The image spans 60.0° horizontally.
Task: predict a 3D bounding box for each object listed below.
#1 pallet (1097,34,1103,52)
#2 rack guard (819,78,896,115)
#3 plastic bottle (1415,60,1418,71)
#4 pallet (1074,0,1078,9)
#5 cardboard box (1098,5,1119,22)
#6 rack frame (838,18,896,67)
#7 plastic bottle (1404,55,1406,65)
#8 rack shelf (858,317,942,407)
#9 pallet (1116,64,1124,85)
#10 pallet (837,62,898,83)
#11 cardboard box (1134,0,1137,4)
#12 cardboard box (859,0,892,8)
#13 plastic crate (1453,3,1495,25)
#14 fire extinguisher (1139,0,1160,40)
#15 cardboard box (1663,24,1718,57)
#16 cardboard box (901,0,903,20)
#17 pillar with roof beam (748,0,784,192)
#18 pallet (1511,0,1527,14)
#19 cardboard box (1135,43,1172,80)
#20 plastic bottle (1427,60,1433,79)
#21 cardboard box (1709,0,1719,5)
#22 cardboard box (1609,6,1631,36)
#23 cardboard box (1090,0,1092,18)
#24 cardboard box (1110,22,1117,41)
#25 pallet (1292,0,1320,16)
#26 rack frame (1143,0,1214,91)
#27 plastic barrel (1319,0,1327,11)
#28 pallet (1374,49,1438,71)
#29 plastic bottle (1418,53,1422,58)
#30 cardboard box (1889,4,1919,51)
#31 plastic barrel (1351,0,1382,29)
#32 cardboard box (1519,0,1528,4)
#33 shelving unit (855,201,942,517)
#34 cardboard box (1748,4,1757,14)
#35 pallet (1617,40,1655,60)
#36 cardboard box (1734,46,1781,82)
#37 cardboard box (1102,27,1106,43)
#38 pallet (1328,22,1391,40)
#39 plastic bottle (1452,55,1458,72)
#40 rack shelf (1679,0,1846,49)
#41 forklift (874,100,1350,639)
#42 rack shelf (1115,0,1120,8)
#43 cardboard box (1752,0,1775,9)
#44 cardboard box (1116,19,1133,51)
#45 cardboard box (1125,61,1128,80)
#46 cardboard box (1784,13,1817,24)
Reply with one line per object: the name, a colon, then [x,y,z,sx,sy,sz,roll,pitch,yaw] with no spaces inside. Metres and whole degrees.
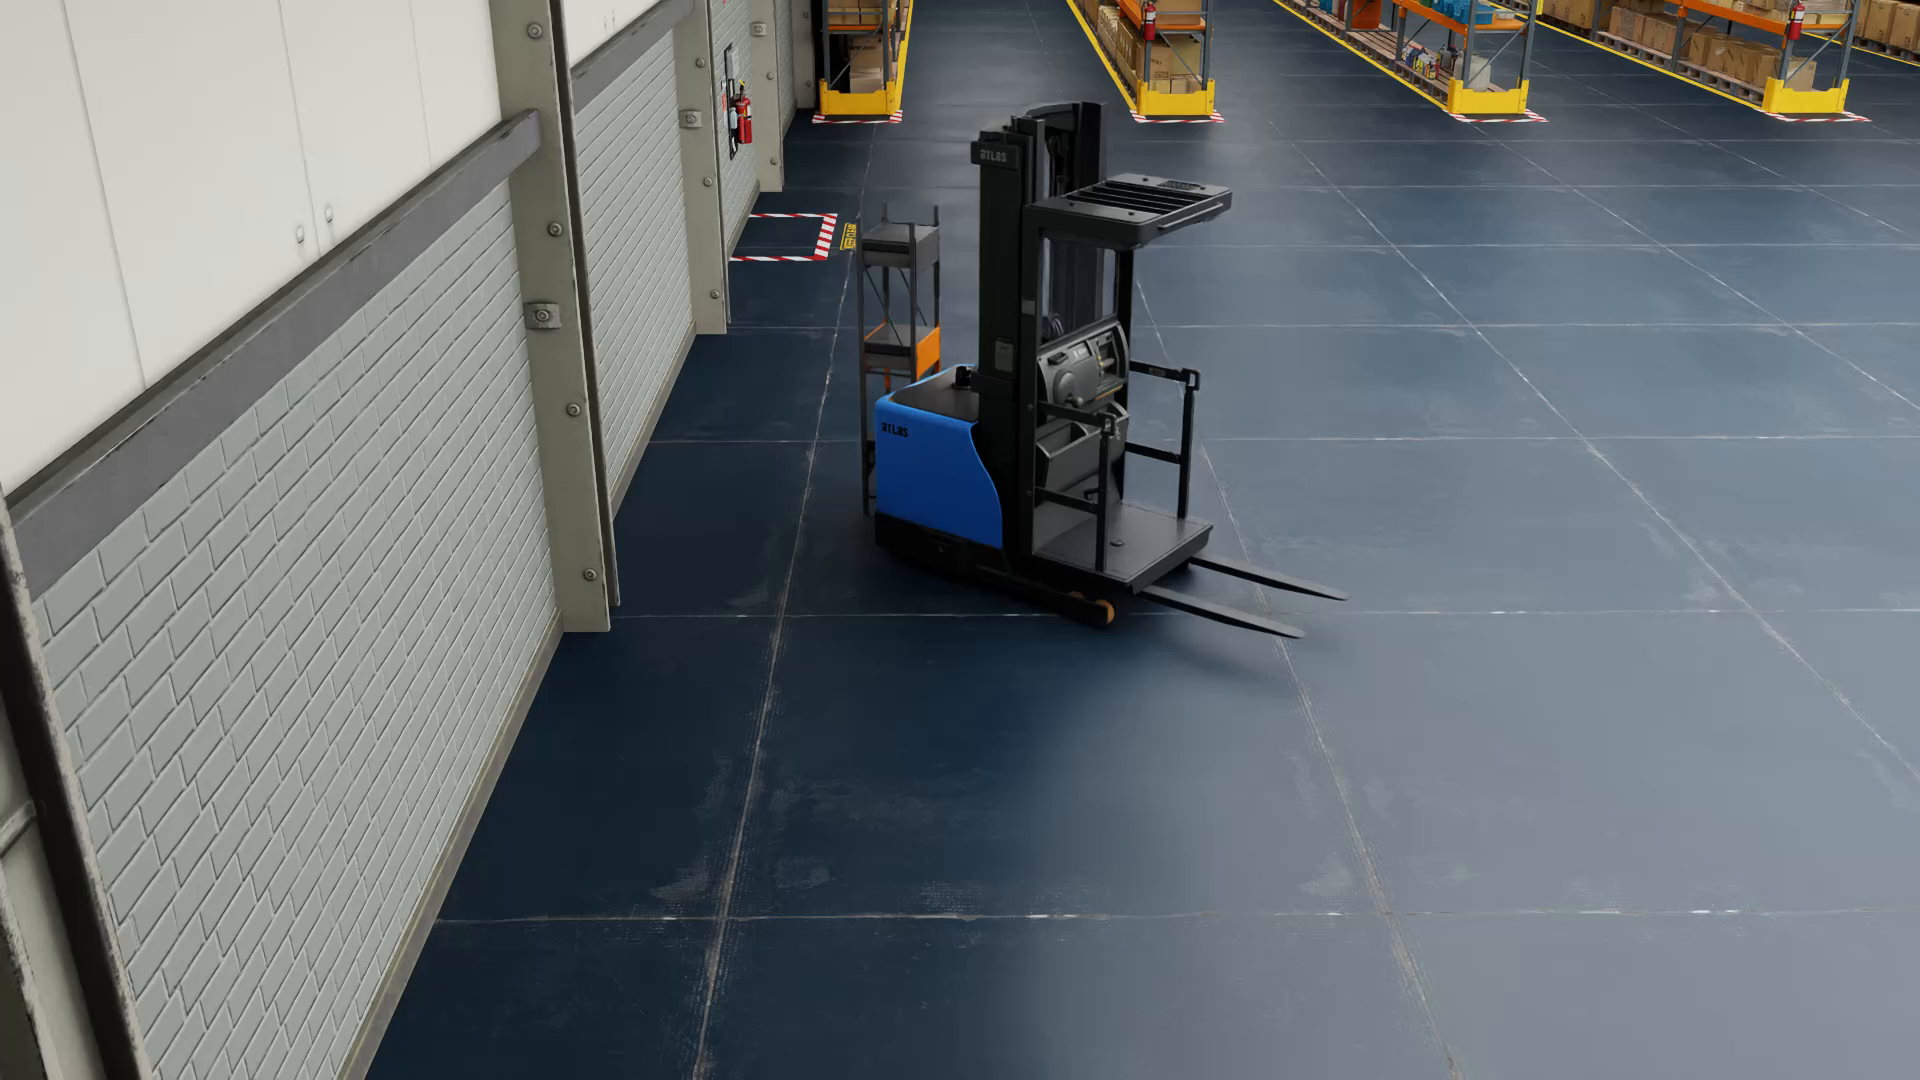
pallet: [3.238,-9.738,32.526,1.003,0.211,1.213,0,24,-1]
rack guard: [-1.599,-6.920,25.945,1.175,0.500,0.348,0,24,-1]
plastic bottle: [7.840,-8.117,28.419,0.097,0.201,0.097,0,24,0]
pallet: [3.201,-12.513,38.661,1.003,0.211,1.213,0,24,-1]
cardboard box: [2.980,-10.325,32.586,0.500,0.311,0.500,1,24,1]
rack frame: [-1.642,-9.676,29.005,1.000,3.000,0.127,0,24,-1]
plastic bottle: [7.832,-8.429,29.109,0.097,0.201,0.097,0,24,0]
rack shelf: [-0.406,-1.189,11.364,0.431,0.518,0.480,8,25,16]
pallet: [3.278,-8.102,28.907,1.003,0.211,1.213,0,24,-1]
pallet: [-1.599,-8.129,28.968,1.003,0.211,1.213,0,24,-1]
cardboard box: [3.335,-9.345,28.152,0.700,0.500,0.500,-1,24,-1]
cardboard box: [-1.303,-8.509,25.670,0.500,0.500,0.500,0,24,0]
plastic crate: [8.003,-8.210,25.942,0.499,0.251,0.616,0,24,-1]
fire extinguisher: [2.892,-7.966,25.317,0.296,0.674,0.183,0,24,-1]
cardboard box: [13.232,-9.058,30.136,0.700,0.500,0.500,-2,24,-5]
cardboard box: [-1.566,-11.201,34.475,0.750,0.750,0.750,0,24,-1]
pillar with roof beam: [1.899,-8.593,19.329,9.100,9.000,0.400,0,24,-1]
pallet: [13.200,-12.083,37.709,1.003,0.211,1.213,0,24,-1]
cardboard box: [3.051,-7.552,26.224,0.500,0.500,0.500,0,24,-1]
plastic bottle: [7.830,-7.838,27.703,0.061,0.283,0.133,0,24,1]
cardboard box: [12.912,-9.127,28.094,0.380,0.149,0.250,0,24,-1]
cardboard box: [13.201,-10.177,32.611,0.700,0.500,0.500,-2,24,-3]
cardboard box: [3.005,-11.224,34.925,0.500,0.500,0.500,-1,24,-3]
cardboard box: [3.008,-9.274,30.262,0.500,0.311,0.500,0,24,1]
pallet: [8.130,-12.050,37.636,1.003,0.211,1.213,0,24,-1]
rack frame: [3.355,-8.052,25.413,1.000,3.000,0.127,0,24,-1]
plastic barrel: [8.166,-12.028,36.242,0.600,0.901,0.708,0,24,-1]
pallet: [8.217,-8.774,30.393,1.003,0.211,1.213,0,24,-1]
plastic bottle: [7.899,-8.205,28.530,0.097,0.271,0.097,0,24,0]
cardboard box: [18.074,-9.543,30.930,1.050,0.750,0.750,0,24,-1]
plastic barrel: [8.198,-10.773,33.554,0.600,0.830,0.708,0,24,-1]
cardboard box: [13.202,-12.535,37.394,0.875,0.875,0.875,0,24,-1]
shelving unit: [-0.406,-1.201,11.358,0.431,2.100,0.503,8,25,16]
cardboard box: [13.021,-8.612,26.956,0.380,0.149,0.250,0,24,-1]
pallet: [13.191,-9.297,31.551,1.003,0.211,1.213,0,24,-1]
cardboard box: [13.242,-7.909,27.620,0.500,0.500,0.500,2,24,4]
cardboard box: [2.998,-9.648,31.770,0.500,0.250,0.500,-1,24,-2]
pallet: [8.170,-10.423,34.040,1.003,0.211,1.213,0,24,-1]
plastic bottle: [8.456,-8.140,28.370,0.061,0.283,0.133,0,24,-1]
rack shelf: [13.239,-8.591,27.478,1.077,0.370,4.000,0,24,-1]
forklift: [0.923,-1.055,10.025,3.031,2.935,1.130,17,29,33]
rack shelf: [3.289,-10.196,31.028,1.077,0.370,4.000,0,24,-1]
cardboard box: [13.157,-8.708,26.382,0.875,0.500,0.500,0,24,-1]
cardboard box: [3.003,-8.788,28.957,0.500,0.500,0.500,0,24,-1]
cardboard box: [3.025,-7.828,27.745,0.500,0.250,0.500,0,24,-1]
cardboard box: [13.051,-8.097,25.817,0.380,0.149,0.250,0,24,-1]
